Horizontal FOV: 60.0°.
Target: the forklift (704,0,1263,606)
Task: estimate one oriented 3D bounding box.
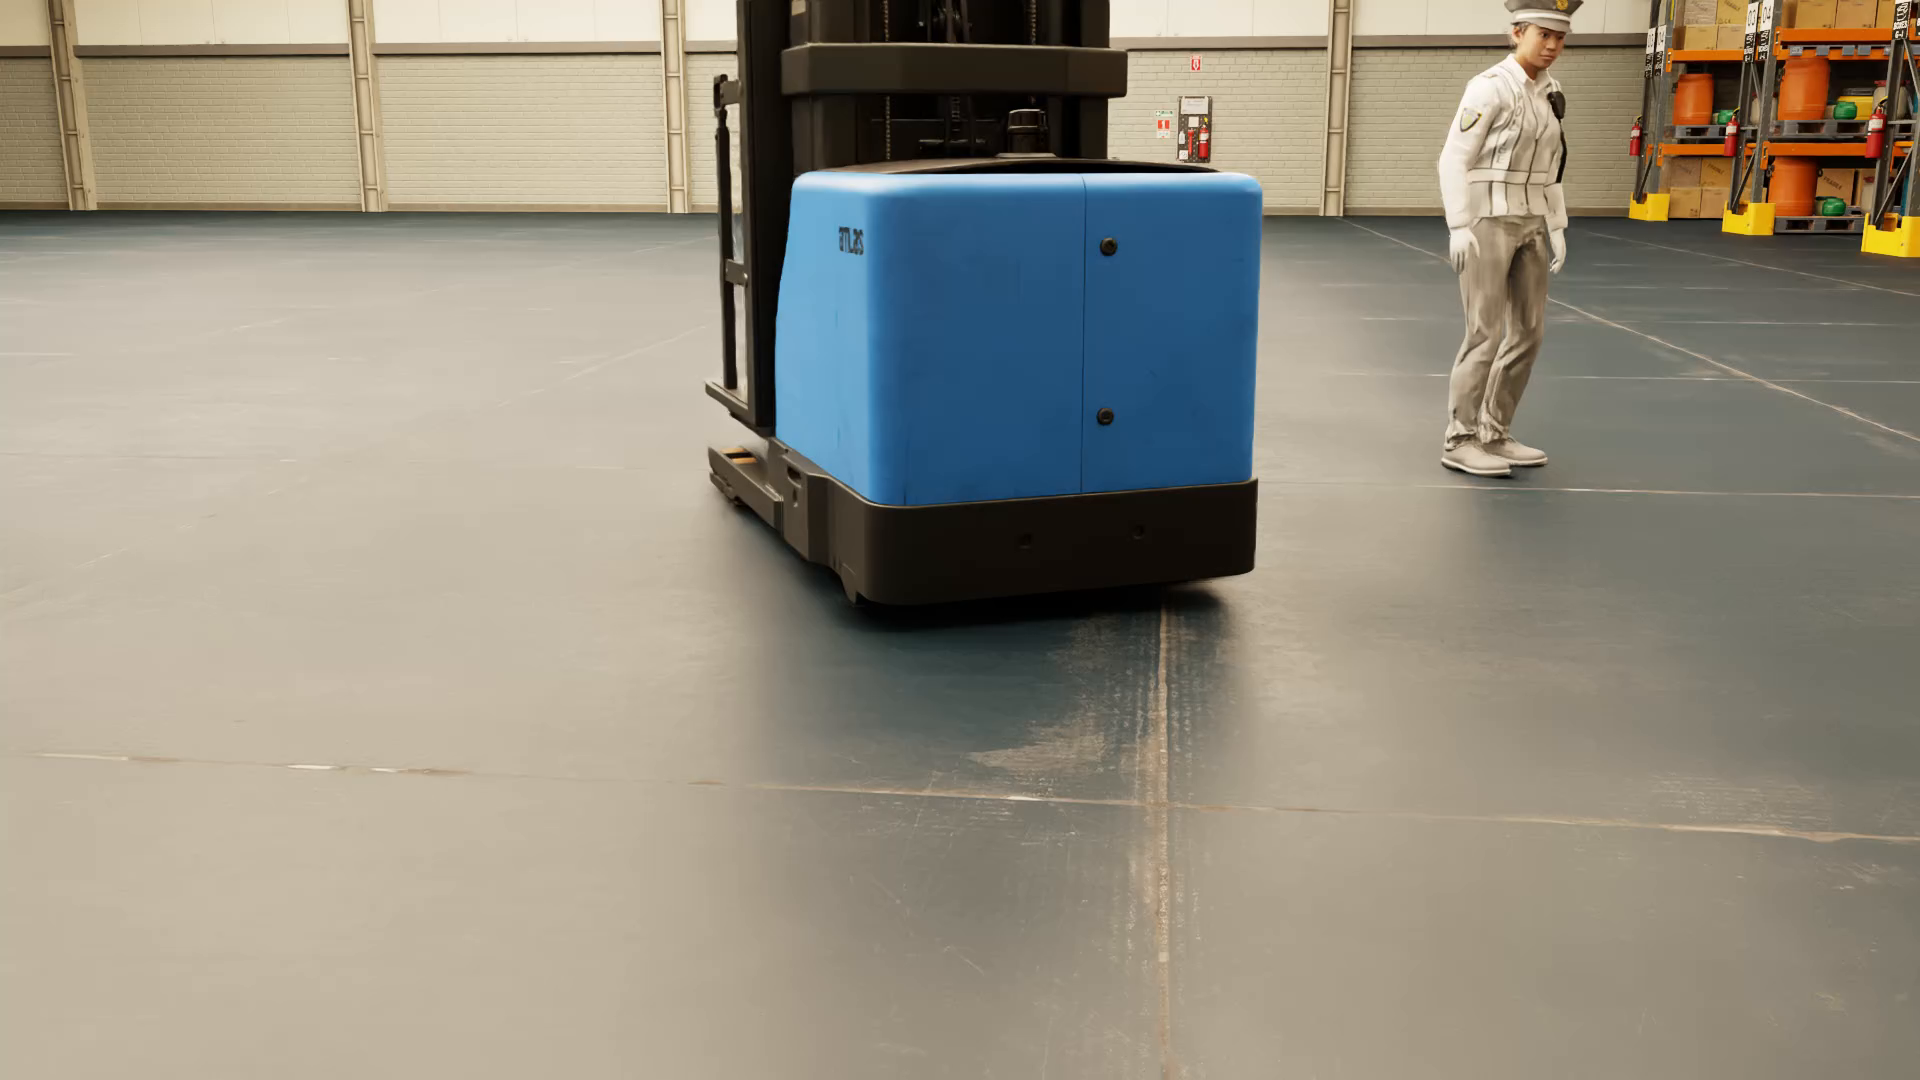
[{"bbox_3d":[-0.206,-1.559,5.175,1.130,2.935,3.031,-5,14,-19],"label":"forklift"}]

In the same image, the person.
[{"bbox_3d":[1.963,-1.082,5.940,0.591,1.657,0.396,-9,16,-33],"label":"person"}]
